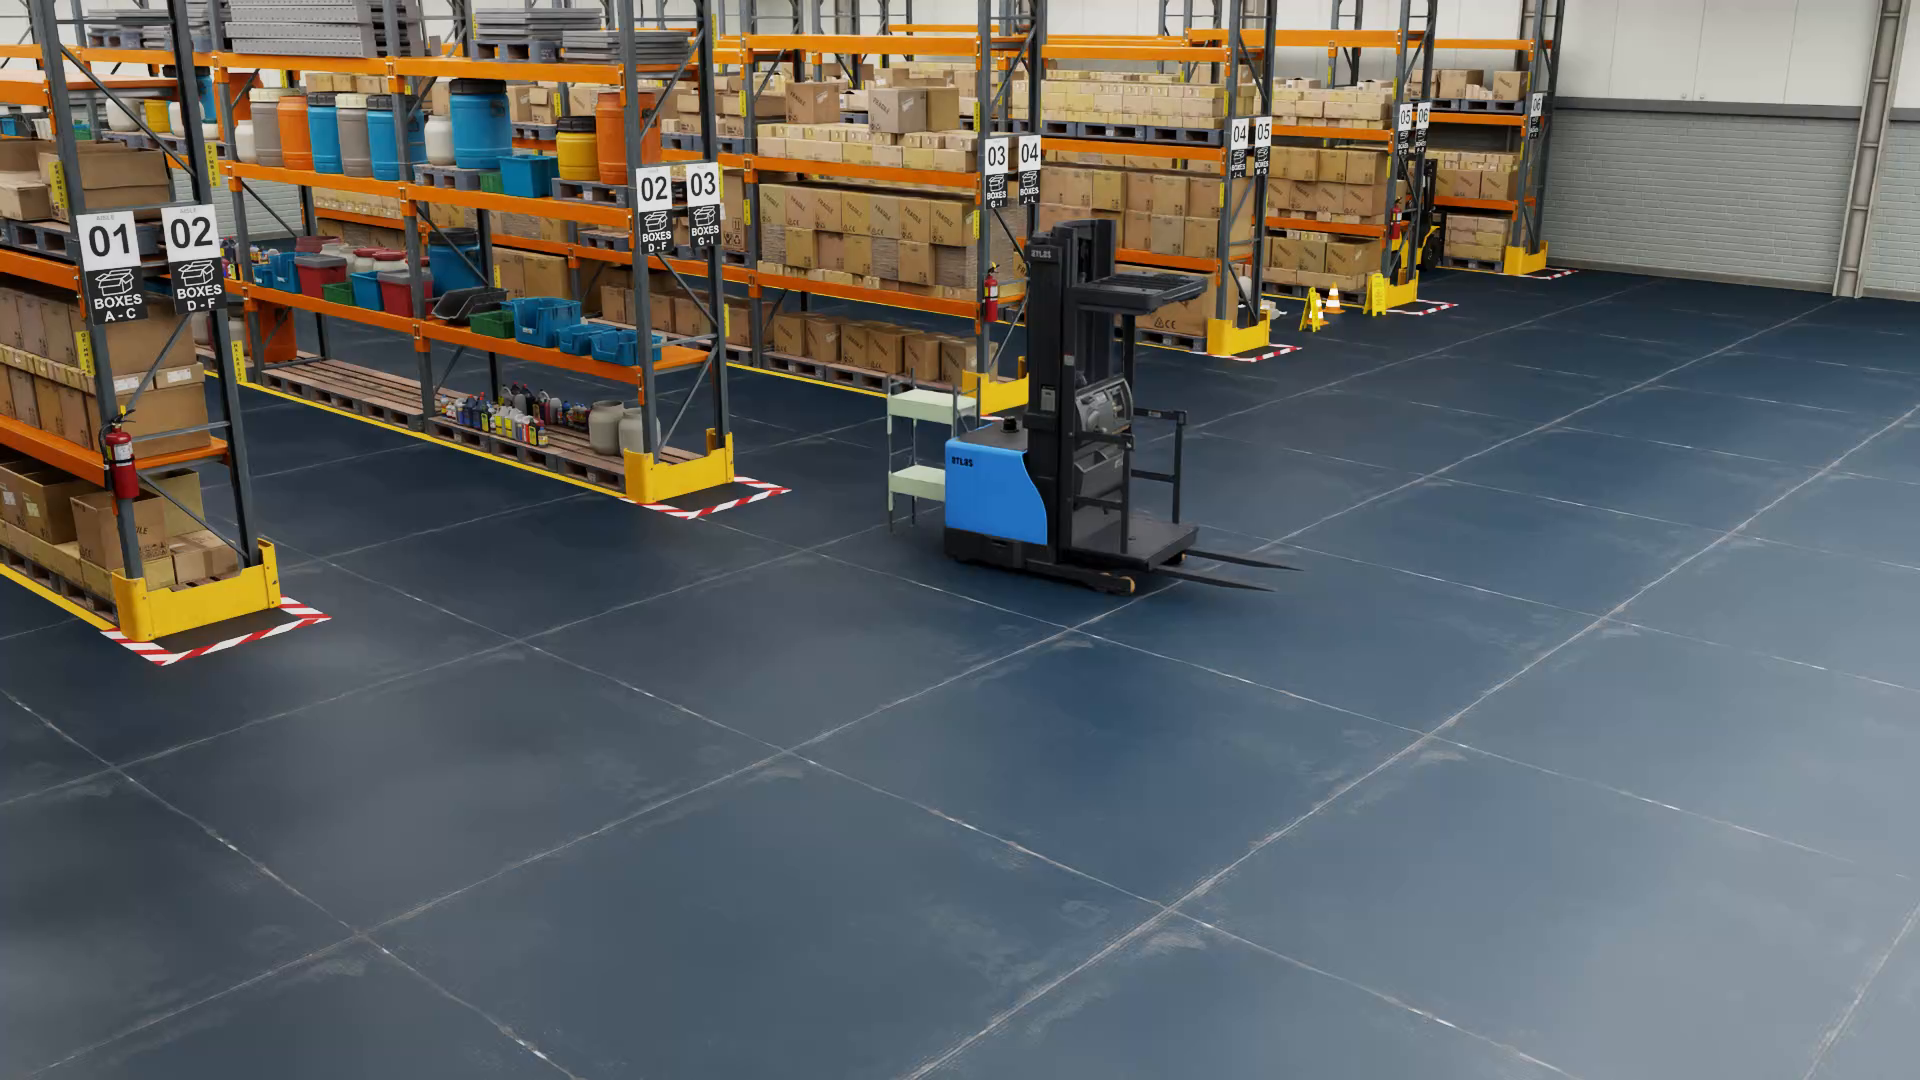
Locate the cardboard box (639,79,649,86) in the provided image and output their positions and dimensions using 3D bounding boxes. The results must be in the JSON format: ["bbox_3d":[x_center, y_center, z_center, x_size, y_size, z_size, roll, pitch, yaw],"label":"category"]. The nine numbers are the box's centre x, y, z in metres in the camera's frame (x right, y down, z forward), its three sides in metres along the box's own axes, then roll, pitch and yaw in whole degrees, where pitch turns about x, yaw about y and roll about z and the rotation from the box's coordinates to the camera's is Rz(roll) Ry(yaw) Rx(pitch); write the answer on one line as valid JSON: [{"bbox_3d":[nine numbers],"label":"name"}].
[{"bbox_3d":[-5.655,-8.405,30.441,0.250,0.149,0.380,16,23,41],"label":"cardboard box"}]

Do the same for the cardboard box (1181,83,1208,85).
[{"bbox_3d":[3.335,-6.387,23.557,0.250,0.149,0.380,15,23,40],"label":"cardboard box"}]

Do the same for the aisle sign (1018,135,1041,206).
[{"bbox_3d":[0.818,-4.350,19.562,0.004,0.787,0.394,15,23,39],"label":"aisle sign"}]

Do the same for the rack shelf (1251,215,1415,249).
[{"bbox_3d":[5.655,-5.356,28.220,4.000,0.370,1.077,15,23,39],"label":"rack shelf"}]

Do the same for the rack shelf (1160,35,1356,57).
[{"bbox_3d":[5.955,-9.952,33.444,4.000,0.370,1.077,15,23,39],"label":"rack shelf"}]

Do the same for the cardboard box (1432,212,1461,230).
[{"bbox_3d":[9.122,-6.010,31.288,0.500,0.250,0.500,15,23,40],"label":"cardboard box"}]

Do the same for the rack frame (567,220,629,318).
[{"bbox_3d":[-5.411,-4.662,24.842,0.127,3.000,1.000,15,23,39],"label":"rack frame"}]

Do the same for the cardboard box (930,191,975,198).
[{"bbox_3d":[-0.027,-3.996,20.433,0.500,0.500,0.500,15,23,39],"label":"cardboard box"}]

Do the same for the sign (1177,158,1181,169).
[{"bbox_3d":[3.793,-6.526,28.803,0.005,0.325,0.100,15,23,39],"label":"sign"}]

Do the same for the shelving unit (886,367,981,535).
[{"bbox_3d":[-0.236,-0.744,14.977,0.755,1.500,0.431,12,21,33],"label":"shelving unit"}]

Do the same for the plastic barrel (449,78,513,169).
[{"bbox_3d":[-5.033,-4.383,17.481,0.708,0.901,0.600,15,23,39],"label":"plastic barrel"}]

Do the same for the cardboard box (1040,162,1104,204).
[{"bbox_3d":[1.691,-5.381,25.074,0.550,0.550,0.875,15,23,39],"label":"cardboard box"}]

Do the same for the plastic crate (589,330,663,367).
[{"bbox_3d":[-3.288,-1.897,16.376,0.616,0.251,0.499,15,23,39],"label":"plastic crate"}]

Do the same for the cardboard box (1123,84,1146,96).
[{"bbox_3d":[2.513,-6.342,23.414,0.250,0.149,0.380,15,23,38],"label":"cardboard box"}]

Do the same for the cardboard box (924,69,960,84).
[{"bbox_3d":[-0.343,-8.870,32.283,0.500,0.500,0.500,15,23,40],"label":"cardboard box"}]

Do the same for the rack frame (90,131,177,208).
[{"bbox_3d":[-11.690,-4.344,23.842,0.127,3.000,1.000,15,23,39],"label":"rack frame"}]

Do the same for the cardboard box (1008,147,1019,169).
[{"bbox_3d":[0.384,-4.569,19.839,0.500,0.250,0.500,16,24,41],"label":"cardboard box"}]

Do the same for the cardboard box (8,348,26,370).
[{"bbox_3d":[-7.579,-1.516,13.693,0.250,0.149,0.380,15,23,39],"label":"cardboard box"}]

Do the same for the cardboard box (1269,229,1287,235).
[{"bbox_3d":[5.544,-5.086,28.790,0.500,0.500,0.500,17,24,42],"label":"cardboard box"}]

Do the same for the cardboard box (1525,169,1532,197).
[{"bbox_3d":[10.257,-6.631,30.883,0.500,0.500,0.500,16,24,41],"label":"cardboard box"}]

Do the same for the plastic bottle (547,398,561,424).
[{"bbox_3d":[-4.529,-1.449,18.493,0.135,0.276,0.152,16,23,40],"label":"plastic bottle"}]

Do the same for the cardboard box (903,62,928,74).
[{"bbox_3d":[-0.991,-11.120,39.163,0.500,0.250,0.500,15,23,39],"label":"cardboard box"}]

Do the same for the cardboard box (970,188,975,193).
[{"bbox_3d":[0.574,-5.583,25.927,0.500,0.500,0.700,15,23,38],"label":"cardboard box"}]

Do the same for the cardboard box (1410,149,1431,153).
[{"bbox_3d":[8.707,-7.305,31.442,0.250,0.149,0.380,15,23,39],"label":"cardboard box"}]

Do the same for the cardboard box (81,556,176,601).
[{"bbox_3d":[-6.603,0.255,13.202,0.500,0.250,0.500,15,23,39],"label":"cardboard box"}]

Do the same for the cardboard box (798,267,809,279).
[{"bbox_3d":[-1.881,-3.483,21.542,0.250,0.149,0.380,15,23,39],"label":"cardboard box"}]

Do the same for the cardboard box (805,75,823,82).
[{"bbox_3d":[-2.518,-7.628,27.800,0.258,0.266,0.396,15,23,39],"label":"cardboard box"}]

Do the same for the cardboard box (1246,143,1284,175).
[{"bbox_3d":[5.069,-6.415,28.056,0.500,0.500,0.700,14,23,38],"label":"cardboard box"}]

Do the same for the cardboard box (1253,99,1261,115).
[{"bbox_3d":[5.064,-7.246,27.781,0.500,0.250,0.500,15,23,40],"label":"cardboard box"}]

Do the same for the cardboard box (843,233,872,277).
[{"bbox_3d":[-0.985,-3.648,20.991,0.500,0.500,0.875,15,23,39],"label":"cardboard box"}]

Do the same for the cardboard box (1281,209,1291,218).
[{"bbox_3d":[5.599,-5.516,27.949,0.250,0.149,0.380,15,23,39],"label":"cardboard box"}]

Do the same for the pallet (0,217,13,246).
[{"bbox_3d":[-7.434,-2.595,13.518,1.213,0.211,1.003,15,23,39],"label":"pallet"}]

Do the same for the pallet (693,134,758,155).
[{"bbox_3d":[-2.810,-5.347,22.353,1.003,0.211,1.213,15,23,39],"label":"pallet"}]

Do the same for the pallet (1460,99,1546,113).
[{"bbox_3d":[9.931,-7.957,30.412,1.213,0.211,1.003,15,23,39],"label":"pallet"}]

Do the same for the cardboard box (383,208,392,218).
[{"bbox_3d":[-9.425,-5.487,27.858,0.250,0.149,0.380,16,23,40],"label":"cardboard box"}]

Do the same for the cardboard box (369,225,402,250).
[{"bbox_3d":[-9.516,-4.984,28.675,0.875,0.875,0.875,15,23,39],"label":"cardboard box"}]

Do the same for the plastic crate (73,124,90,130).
[{"bbox_3d":[-12.583,-5.805,23.762,0.300,0.233,0.416,15,23,39],"label":"plastic crate"}]

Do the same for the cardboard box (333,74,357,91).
[{"bbox_3d":[-10.210,-7.668,28.331,0.500,0.500,0.700,13,22,36],"label":"cardboard box"}]

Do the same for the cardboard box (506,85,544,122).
[{"bbox_3d":[-6.619,-6.599,25.128,0.500,0.500,0.500,17,24,42],"label":"cardboard box"}]

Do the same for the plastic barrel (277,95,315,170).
[{"bbox_3d":[-7.739,-4.830,19.704,0.708,0.830,0.600,15,23,39],"label":"plastic barrel"}]

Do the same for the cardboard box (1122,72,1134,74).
[{"bbox_3d":[3.647,-9.838,35.292,0.250,0.149,0.380,14,22,37],"label":"cardboard box"}]

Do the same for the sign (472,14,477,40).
[{"bbox_3d":[-5.333,-5.620,18.290,0.005,0.325,0.100,15,23,39],"label":"sign"}]

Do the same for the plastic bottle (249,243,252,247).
[{"bbox_3d":[-9.641,-3.888,22.597,0.133,0.283,0.061,15,23,39],"label":"plastic bottle"}]

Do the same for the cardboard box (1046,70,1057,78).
[{"bbox_3d":[2.018,-10.228,36.485,0.250,0.149,0.380,15,23,38],"label":"cardboard box"}]

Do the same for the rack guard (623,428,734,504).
[{"bbox_3d":[-2.803,-0.748,16.642,0.348,0.500,1.175,15,23,39],"label":"rack guard"}]

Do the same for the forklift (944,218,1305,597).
[{"bbox_3d":[1.379,-1.115,13.780,3.031,2.935,1.130,11,21,30],"label":"forklift"}]

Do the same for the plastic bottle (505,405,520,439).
[{"bbox_3d":[-4.780,-1.269,17.802,0.185,0.351,0.144,16,24,41],"label":"plastic bottle"}]

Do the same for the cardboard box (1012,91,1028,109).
[{"bbox_3d":[1.129,-6.547,24.720,0.500,0.250,0.500,15,23,40],"label":"cardboard box"}]

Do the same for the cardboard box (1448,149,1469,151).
[{"bbox_3d":[9.433,-7.321,31.492,0.250,0.149,0.380,14,23,38],"label":"cardboard box"}]

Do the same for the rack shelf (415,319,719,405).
[{"bbox_3d":[-4.211,-1.994,17.624,4.000,0.370,1.077,15,23,39],"label":"rack shelf"}]

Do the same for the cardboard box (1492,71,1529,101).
[{"bbox_3d":[9.950,-8.180,29.945,0.500,0.500,0.500,16,24,41],"label":"cardboard box"}]

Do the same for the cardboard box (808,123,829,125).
[{"bbox_3d":[-1.845,-5.333,21.586,0.250,0.149,0.380,15,23,40],"label":"cardboard box"}]

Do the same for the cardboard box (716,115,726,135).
[{"bbox_3d":[-3.188,-5.591,22.338,0.258,0.266,0.396,16,24,41],"label":"cardboard box"}]

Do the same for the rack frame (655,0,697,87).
[{"bbox_3d":[-5.035,-9.426,29.937,0.127,3.000,1.000,15,23,39],"label":"rack frame"}]

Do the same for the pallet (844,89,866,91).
[{"bbox_3d":[-2.429,-9.261,34.522,1.213,0.211,1.003,15,23,39],"label":"pallet"}]
